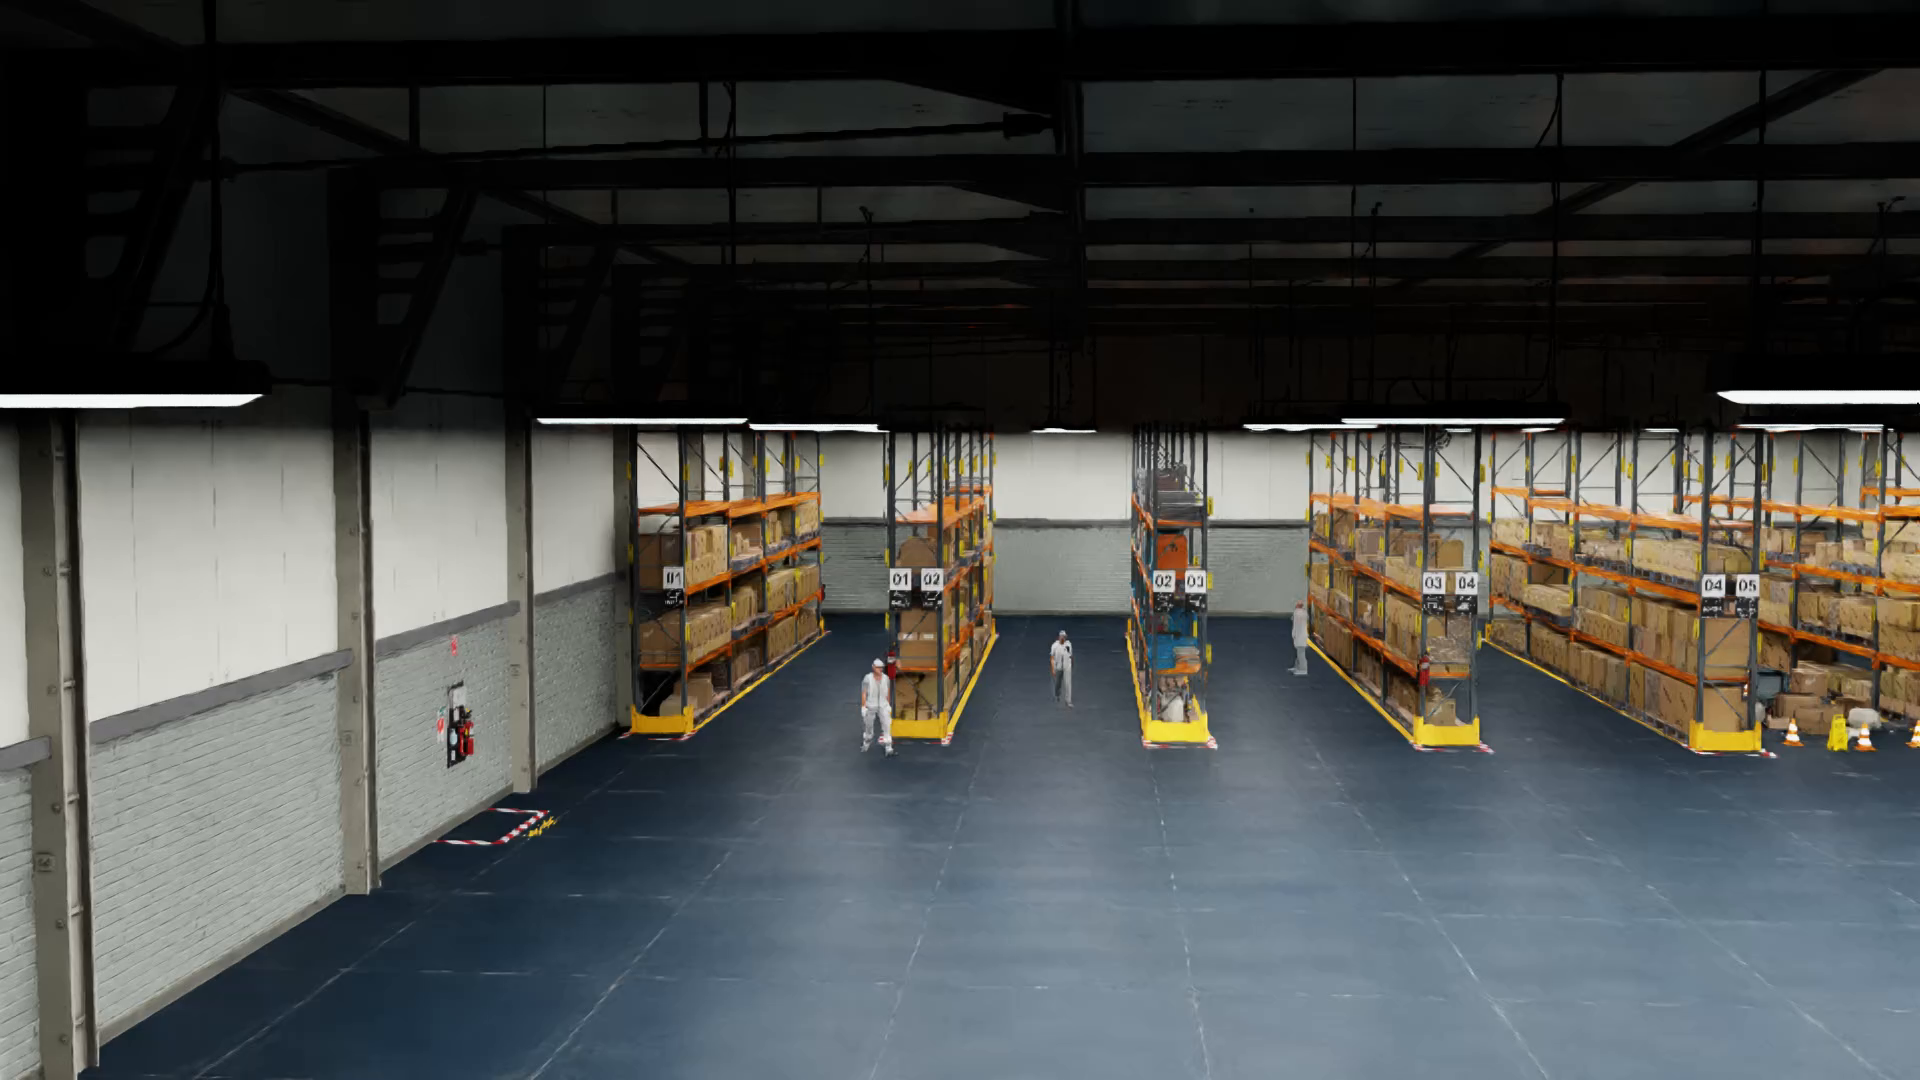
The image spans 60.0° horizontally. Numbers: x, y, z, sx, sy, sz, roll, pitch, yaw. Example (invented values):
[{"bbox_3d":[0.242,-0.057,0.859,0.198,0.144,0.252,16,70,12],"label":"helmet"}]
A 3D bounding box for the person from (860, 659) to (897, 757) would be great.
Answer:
[{"bbox_3d":[-1.477,2.978,29.721,0.596,1.746,0.970,-1,4,-18],"label":"person"}]

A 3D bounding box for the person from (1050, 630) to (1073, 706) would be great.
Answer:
[{"bbox_3d":[2.157,2.681,35.219,0.497,1.567,1.091,0,4,2],"label":"person"}]

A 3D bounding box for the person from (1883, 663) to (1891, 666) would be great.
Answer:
[{"bbox_3d":[22.956,2.314,40.716,0.573,1.640,0.617,2,4,25],"label":"person"}]

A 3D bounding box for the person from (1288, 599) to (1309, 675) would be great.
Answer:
[{"bbox_3d":[8.085,2.301,39.729,0.620,1.776,0.677,2,4,34],"label":"person"}]
